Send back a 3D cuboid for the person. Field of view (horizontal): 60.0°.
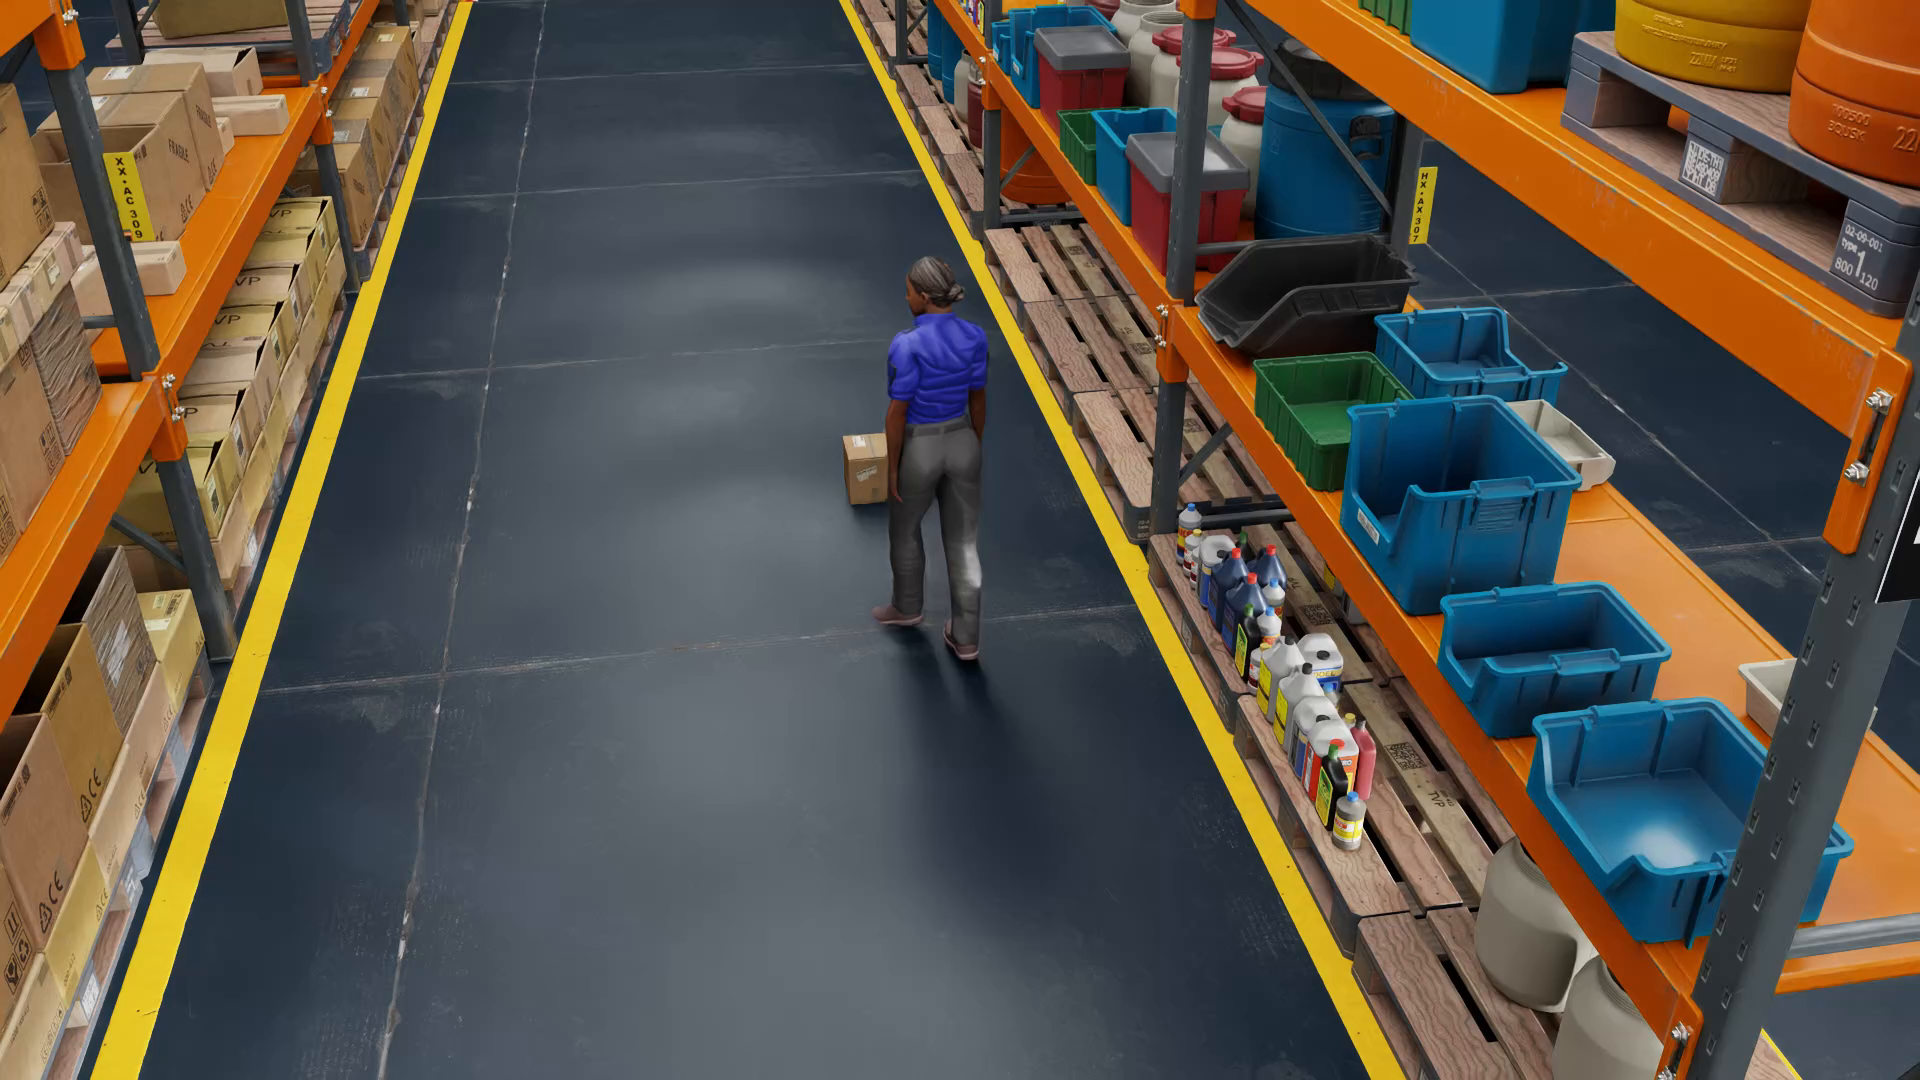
[{"bbox_3d":[-0.081,-0.294,6.660,0.465,1.701,0.618,-12,33,-19],"label":"person"}]
